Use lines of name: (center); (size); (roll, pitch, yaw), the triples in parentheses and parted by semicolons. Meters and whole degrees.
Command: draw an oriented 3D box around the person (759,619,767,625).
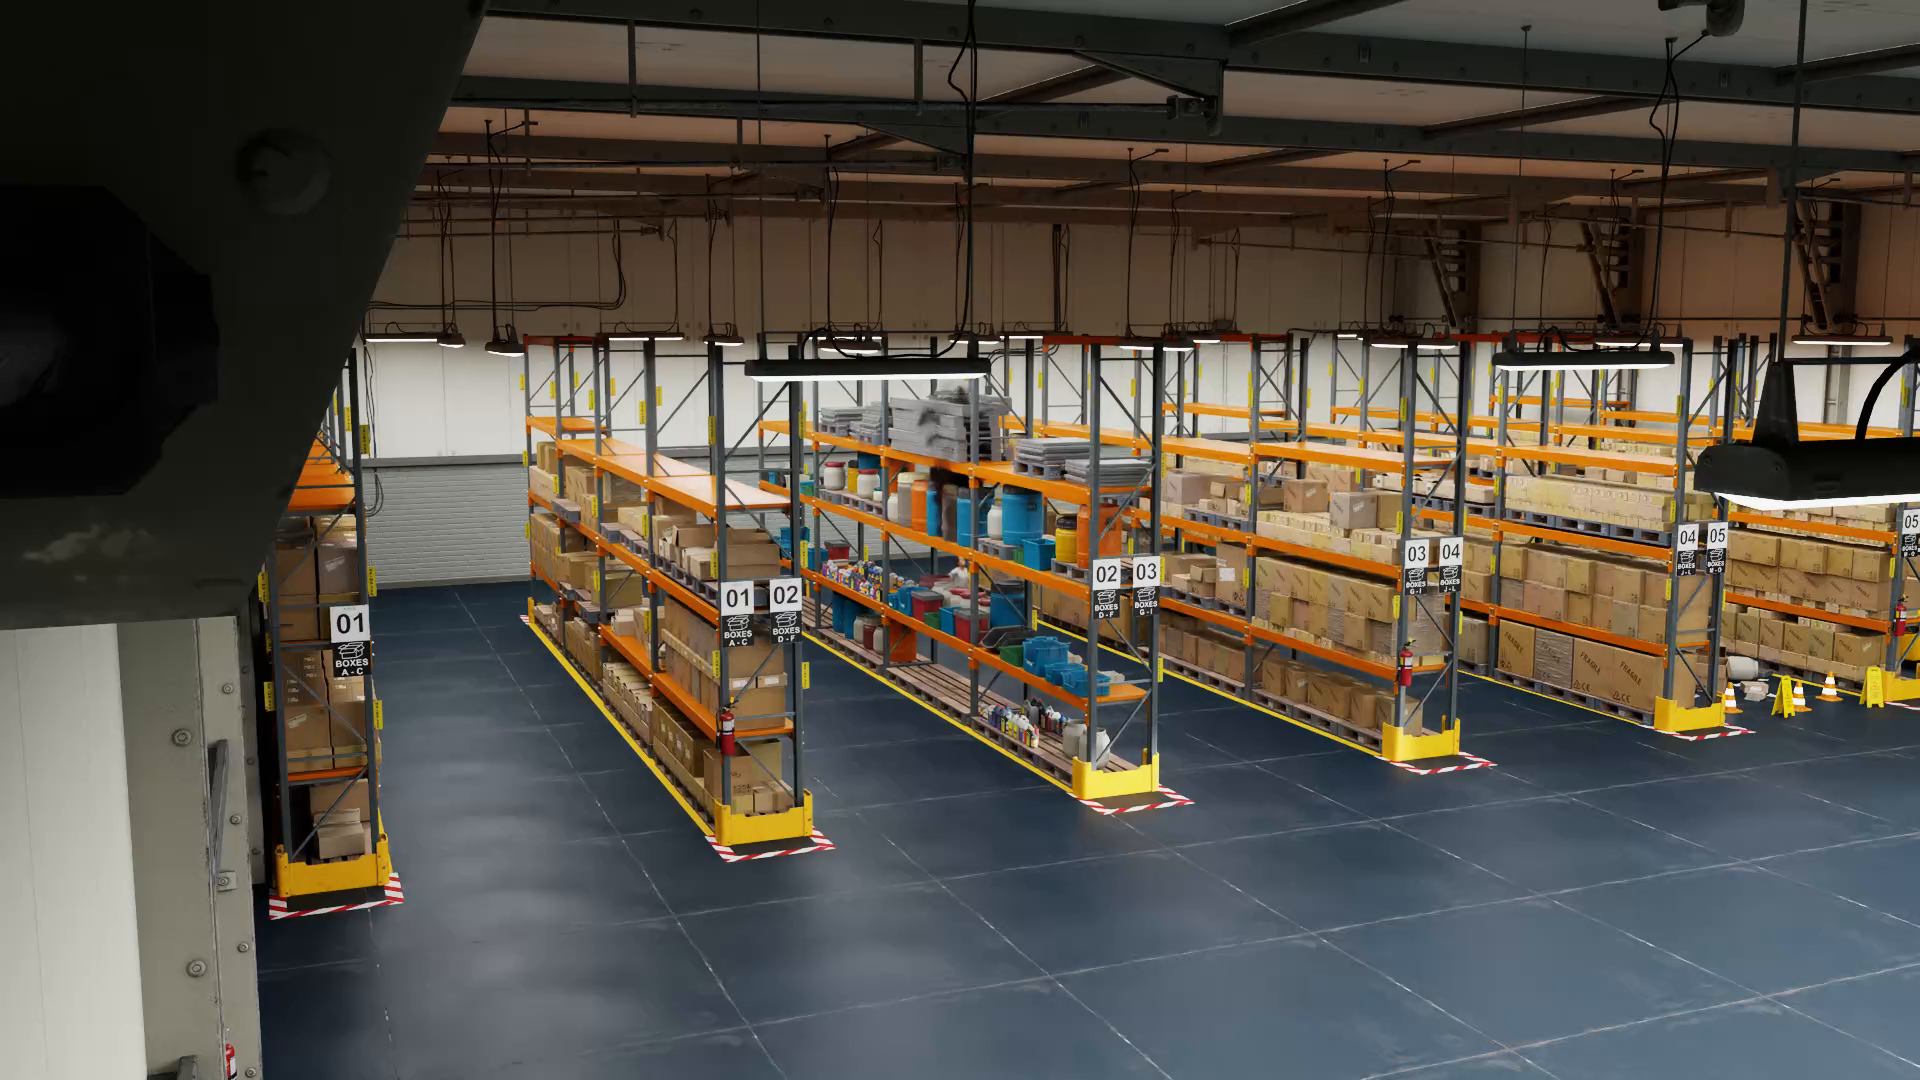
person: (-3.680, 1.523, 29.982); (0.607, 1.632, 0.906); (-5, 9, -31)

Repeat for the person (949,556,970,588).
person: (0.003, 1.096, 33.358); (0.580, 1.624, 0.597); (-6, 10, -40)

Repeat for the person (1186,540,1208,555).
person: (5.925, -0.106, 41.988); (0.873, 1.749, 0.695); (6, 10, 37)
